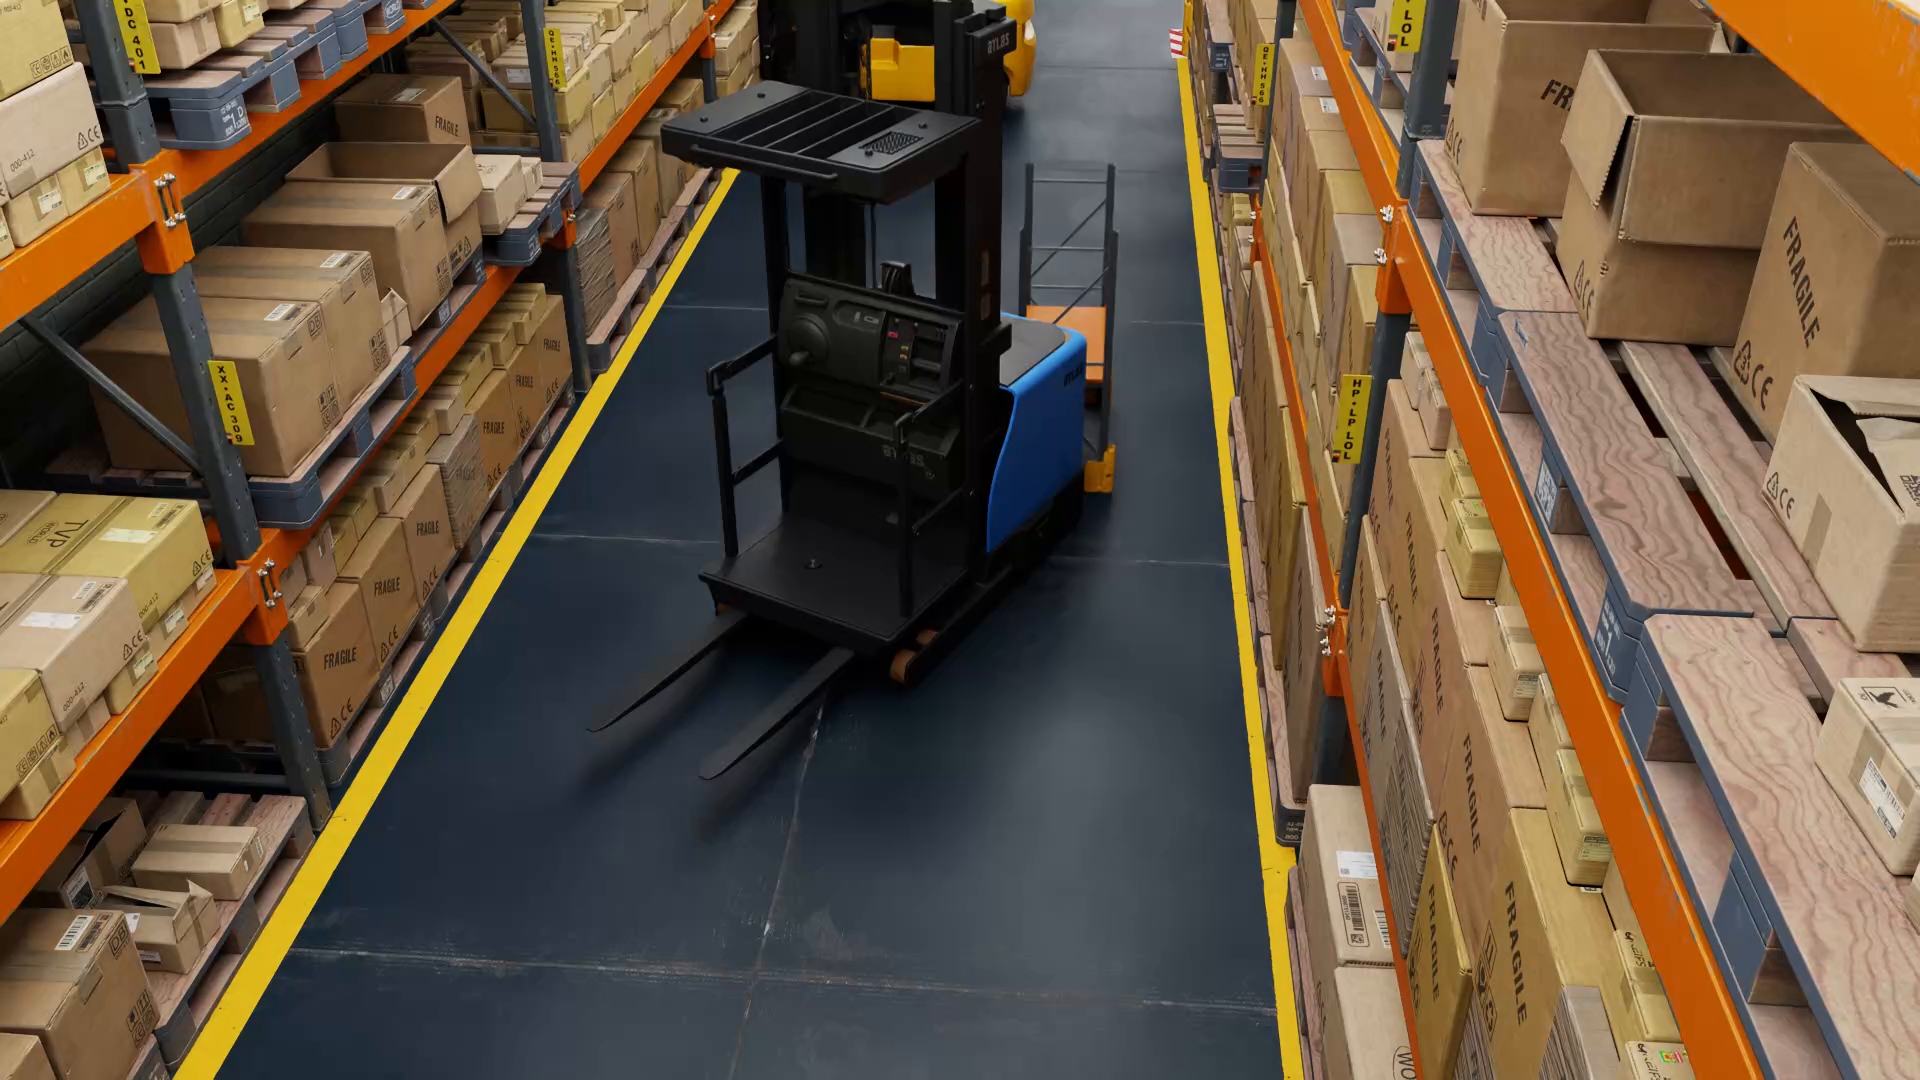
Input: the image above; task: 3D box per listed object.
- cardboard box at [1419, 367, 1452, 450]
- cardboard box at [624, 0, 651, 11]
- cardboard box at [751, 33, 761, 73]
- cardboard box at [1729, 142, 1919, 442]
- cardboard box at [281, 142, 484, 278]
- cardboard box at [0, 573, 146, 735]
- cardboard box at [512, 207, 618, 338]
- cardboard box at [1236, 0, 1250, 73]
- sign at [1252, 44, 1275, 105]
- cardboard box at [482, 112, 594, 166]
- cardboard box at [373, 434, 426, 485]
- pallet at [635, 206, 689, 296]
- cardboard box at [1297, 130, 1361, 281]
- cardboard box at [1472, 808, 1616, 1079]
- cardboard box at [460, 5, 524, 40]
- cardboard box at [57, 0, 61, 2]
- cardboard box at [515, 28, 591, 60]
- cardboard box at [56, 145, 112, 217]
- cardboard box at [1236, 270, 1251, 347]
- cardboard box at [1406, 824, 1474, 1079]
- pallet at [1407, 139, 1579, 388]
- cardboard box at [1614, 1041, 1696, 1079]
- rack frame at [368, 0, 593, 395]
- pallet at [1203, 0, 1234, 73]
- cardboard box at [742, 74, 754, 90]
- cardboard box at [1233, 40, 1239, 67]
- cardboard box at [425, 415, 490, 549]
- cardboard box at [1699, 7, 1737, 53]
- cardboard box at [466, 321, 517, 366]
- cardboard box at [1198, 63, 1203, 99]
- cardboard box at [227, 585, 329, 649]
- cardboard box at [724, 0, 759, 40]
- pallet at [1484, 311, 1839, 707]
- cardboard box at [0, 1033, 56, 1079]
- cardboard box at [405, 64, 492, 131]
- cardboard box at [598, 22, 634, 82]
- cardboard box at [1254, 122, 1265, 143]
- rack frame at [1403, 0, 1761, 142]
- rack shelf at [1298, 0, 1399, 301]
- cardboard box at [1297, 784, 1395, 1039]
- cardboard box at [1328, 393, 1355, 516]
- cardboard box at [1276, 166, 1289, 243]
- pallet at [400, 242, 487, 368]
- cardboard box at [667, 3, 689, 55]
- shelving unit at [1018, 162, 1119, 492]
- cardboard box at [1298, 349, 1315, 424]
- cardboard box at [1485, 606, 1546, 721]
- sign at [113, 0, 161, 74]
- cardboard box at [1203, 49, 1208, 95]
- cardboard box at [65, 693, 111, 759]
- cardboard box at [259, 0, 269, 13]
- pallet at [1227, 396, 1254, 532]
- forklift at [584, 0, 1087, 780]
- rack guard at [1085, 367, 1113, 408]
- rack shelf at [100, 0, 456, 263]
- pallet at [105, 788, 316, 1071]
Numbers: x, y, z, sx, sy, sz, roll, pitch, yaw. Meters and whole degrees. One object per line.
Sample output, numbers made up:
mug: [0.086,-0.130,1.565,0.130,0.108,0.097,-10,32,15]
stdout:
cardboard box: [1.553,-0.376,4.834,0.380,0.149,0.250,3,32,5]
cardboard box: [-2.280,-3.633,11.072,0.380,0.149,0.250,2,32,3]
cardboard box: [-2.016,-4.300,14.613,0.500,0.250,0.500,2,32,4]
cardboard box: [1.830,-0.417,3.118,0.500,0.500,0.500,3,32,5]
cardboard box: [-2.729,-1.583,7.961,0.797,0.503,0.637,2,32,3]
cardboard box: [-2.930,0.346,5.189,0.500,0.250,0.500,3,32,4]
cardboard box: [-2.716,-1.715,10.538,0.875,0.625,0.625,3,32,6]
cardboard box: [1.998,-3.144,10.214,0.500,0.500,0.500,0,32,1]
sign: [1.626,-2.489,8.902,0.100,0.325,0.005,2,32,4]
cardboard box: [-2.500,-2.380,9.895,0.500,0.250,0.500,3,32,4]
cardboard box: [-2.768,-0.383,7.876,0.380,0.149,0.250,4,32,6]
pallet: [-2.572,-2.100,11.956,1.003,0.211,1.213,2,32,4]
cardboard box: [1.751,-1.439,7.178,0.500,0.500,0.500,3,32,5]
cardboard box: [1.375,0.908,3.370,0.500,0.500,0.500,2,32,4]
cardboard box: [-2.914,-3.259,10.465,0.380,0.149,0.250,2,32,4]
cardboard box: [-3.198,-1.810,5.429,0.380,0.149,0.250,2,32,3]
cardboard box: [-2.445,-2.970,9.997,0.380,0.149,0.250,3,32,5]
cardboard box: [-2.841,-1.100,5.056,0.380,0.149,0.250,2,32,4]
cardboard box: [2.223,-1.367,10.214,0.950,0.372,0.625,0,32,1]
cardboard box: [1.409,1.063,4.070,0.500,0.500,0.500,3,32,5]
pallet: [1.765,-0.732,4.304,1.003,0.211,1.213,2,32,4]
cardboard box: [1.280,0.958,2.669,0.380,0.149,0.250,2,32,4]
rack frame: [-2.780,-2.222,9.496,1.000,3.000,0.127,2,32,4]
pallet: [2.286,-3.628,11.962,1.003,0.211,1.213,2,32,4]
cardboard box: [-2.059,-3.827,14.321,0.500,0.250,0.500,2,32,3]
cardboard box: [1.999,-3.220,10.954,0.380,0.149,0.250,4,32,6]
cardboard box: [-2.715,-0.299,8.358,0.500,0.500,0.500,1,32,2]
cardboard box: [2.231,-1.566,5.300,0.396,0.266,0.258,2,32,4]
cardboard box: [-2.625,-1.064,8.981,0.380,0.149,0.250,1,32,2]
cardboard box: [2.353,-3.977,14.565,0.500,0.250,0.500,3,32,5]
cardboard box: [-2.811,0.303,6.764,0.380,0.149,0.250,4,32,6]
cardboard box: [-2.022,-4.515,14.484,0.500,0.250,0.500,3,32,6]
pallet: [1.663,-0.096,3.272,1.003,0.211,1.213,2,32,4]
cardboard box: [-3.036,1.813,4.931,0.500,0.500,0.500,3,32,5]
cardboard box: [-3.021,-2.618,9.805,0.500,0.250,0.500,3,32,5]
cardboard box: [-2.398,-3.127,10.632,0.500,0.250,0.500,2,32,3]
cardboard box: [1.909,-2.409,9.638,0.380,0.149,0.250,3,32,5]
rack frame: [1.842,-2.474,4.188,1.000,3.000,0.127,2,32,4]
rack shelf: [2.005,-1.937,6.860,1.077,0.370,4.000,2,32,4]
cardboard box: [1.684,1.315,5.798,0.875,0.438,0.875,2,32,3]
cardboard box: [1.635,-0.310,6.061,0.500,0.250,0.500,2,32,4]
cardboard box: [1.837,-1.636,8.212,0.500,0.250,0.500,3,32,5]
pallet: [-2.934,-1.123,7.896,1.003,0.211,1.213,2,32,4]
cardboard box: [-2.270,-3.712,12.057,0.500,0.250,0.500,2,32,4]
shelving unit: [0.587,-1.197,9.263,0.587,1.500,1.083,2,32,3]
cardboard box: [1.730,-0.631,7.058,0.500,0.250,0.500,2,32,3]
cardboard box: [1.415,0.285,3.762,0.380,0.149,0.250,3,32,4]
sign: [-2.564,-1.608,5.149,0.100,0.325,0.005,2,32,4]
cardboard box: [2.313,-4.018,13.916,0.500,0.500,0.500,3,32,5]
cardboard box: [-2.925,0.564,5.215,0.380,0.149,0.250,3,32,5]
cardboard box: [-2.706,-1.932,5.910,0.380,0.149,0.250,3,32,4]
pallet: [2.028,-0.416,9.223,1.003,0.211,1.213,2,32,4]
forklift: [-0.530,-0.856,7.345,1.130,2.935,3.031,17,36,26]
rack guard: [0.618,-0.926,10.014,0.587,0.250,0.087,2,32,3]
rack shelf: [-2.943,-2.147,7.201,1.077,0.370,4.000,2,32,4]
pallet: [-3.163,1.416,6.251,1.003,0.211,1.213,2,32,4]
